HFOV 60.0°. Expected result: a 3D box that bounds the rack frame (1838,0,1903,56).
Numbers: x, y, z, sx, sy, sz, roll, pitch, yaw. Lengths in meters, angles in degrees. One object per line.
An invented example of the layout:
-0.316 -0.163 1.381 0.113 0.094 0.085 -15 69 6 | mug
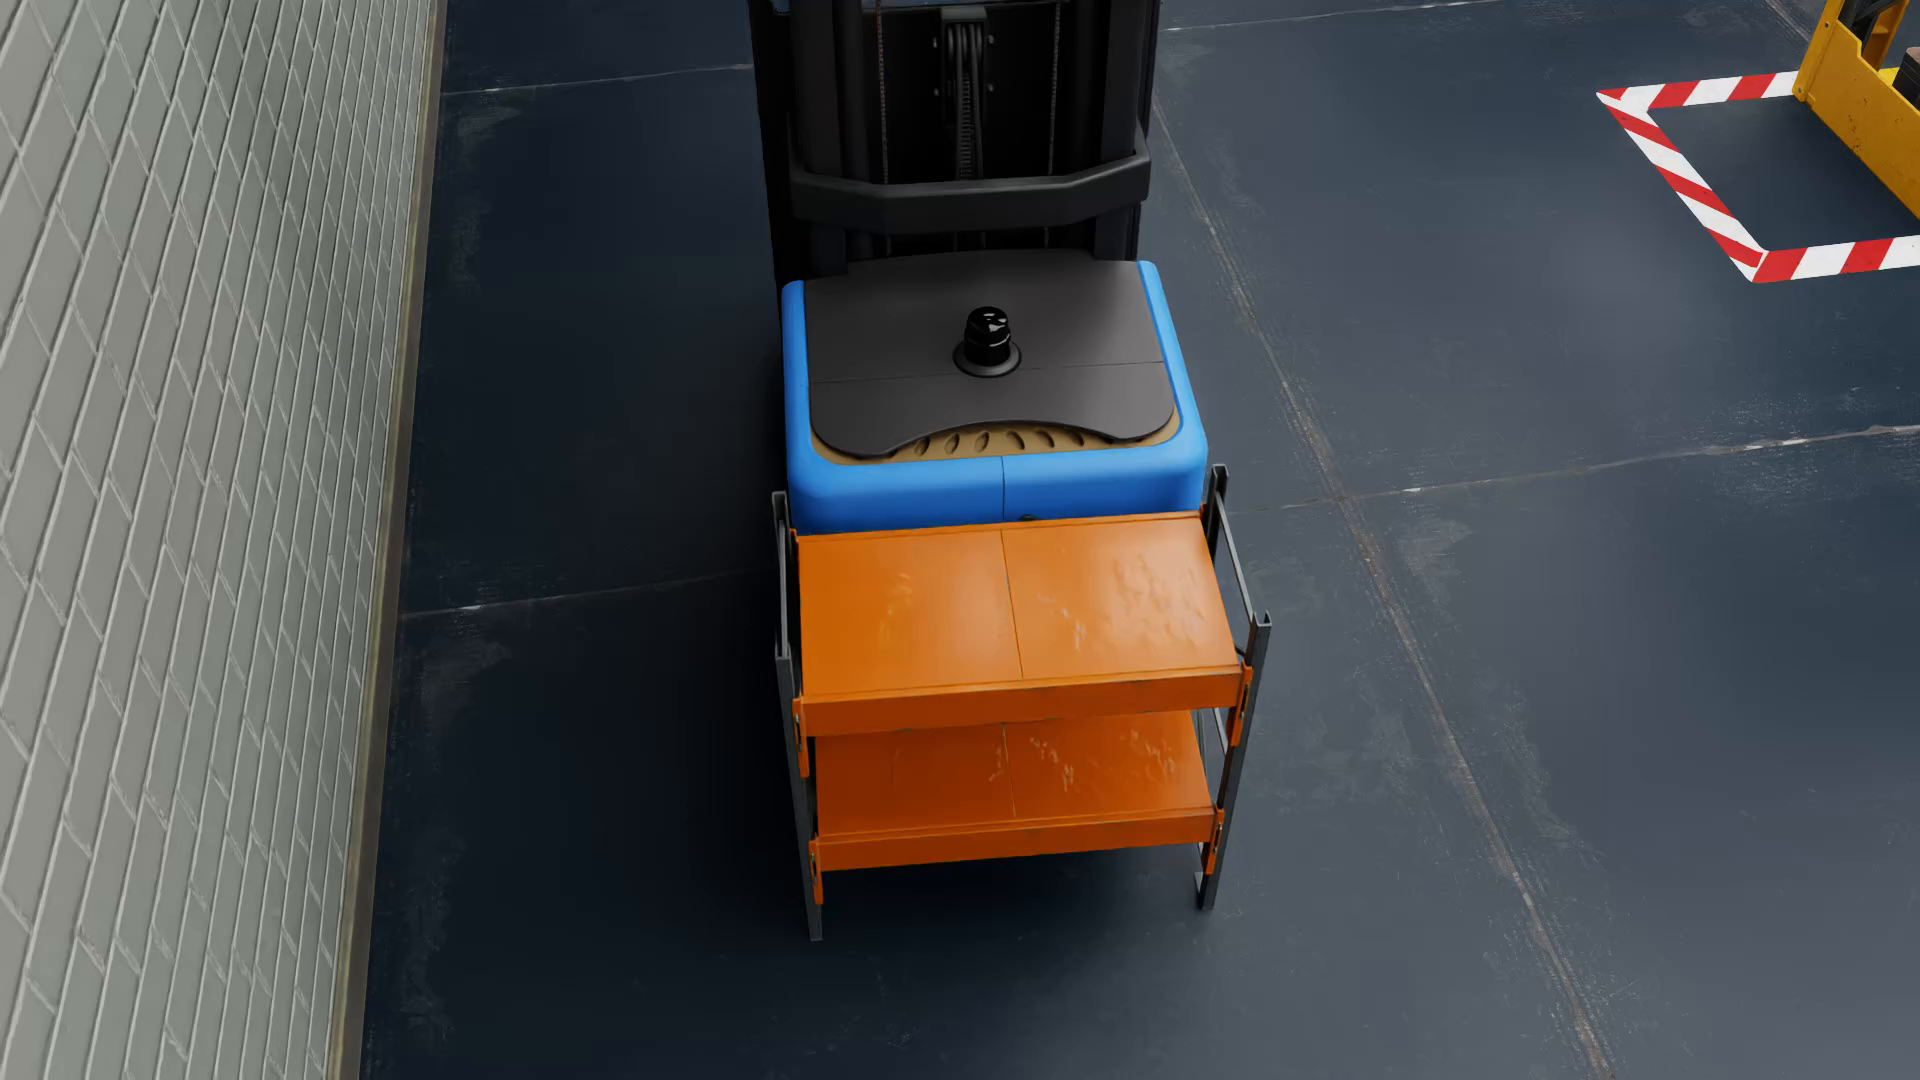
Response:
3.730 -2.581 5.654 0.127 3.000 1.000 -7 46 -7 | rack frame

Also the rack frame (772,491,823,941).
-0.390 0.458 4.027 0.032 1.125 0.500 -4 46 -4 | rack frame

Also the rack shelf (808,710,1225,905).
0.116 0.594 4.235 1.000 0.278 0.538 -4 46 -4 | rack shelf

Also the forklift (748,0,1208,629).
-0.038 -1.508 4.668 1.130 2.935 3.031 -4 46 -4 | forklift

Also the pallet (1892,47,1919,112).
4.611 -1.697 6.739 1.213 0.211 1.003 -7 46 -7 | pallet

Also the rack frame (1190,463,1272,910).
0.622 0.392 4.090 0.032 1.125 0.500 -4 46 -4 | rack frame

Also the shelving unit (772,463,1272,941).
0.116 0.425 4.059 1.048 1.125 0.538 -4 46 -4 | shelving unit

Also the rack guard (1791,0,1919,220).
3.805 -1.723 6.563 0.348 0.500 1.175 -7 46 -7 | rack guard

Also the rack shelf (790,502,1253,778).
0.116 0.222 3.848 1.000 0.278 0.538 -4 46 -4 | rack shelf
